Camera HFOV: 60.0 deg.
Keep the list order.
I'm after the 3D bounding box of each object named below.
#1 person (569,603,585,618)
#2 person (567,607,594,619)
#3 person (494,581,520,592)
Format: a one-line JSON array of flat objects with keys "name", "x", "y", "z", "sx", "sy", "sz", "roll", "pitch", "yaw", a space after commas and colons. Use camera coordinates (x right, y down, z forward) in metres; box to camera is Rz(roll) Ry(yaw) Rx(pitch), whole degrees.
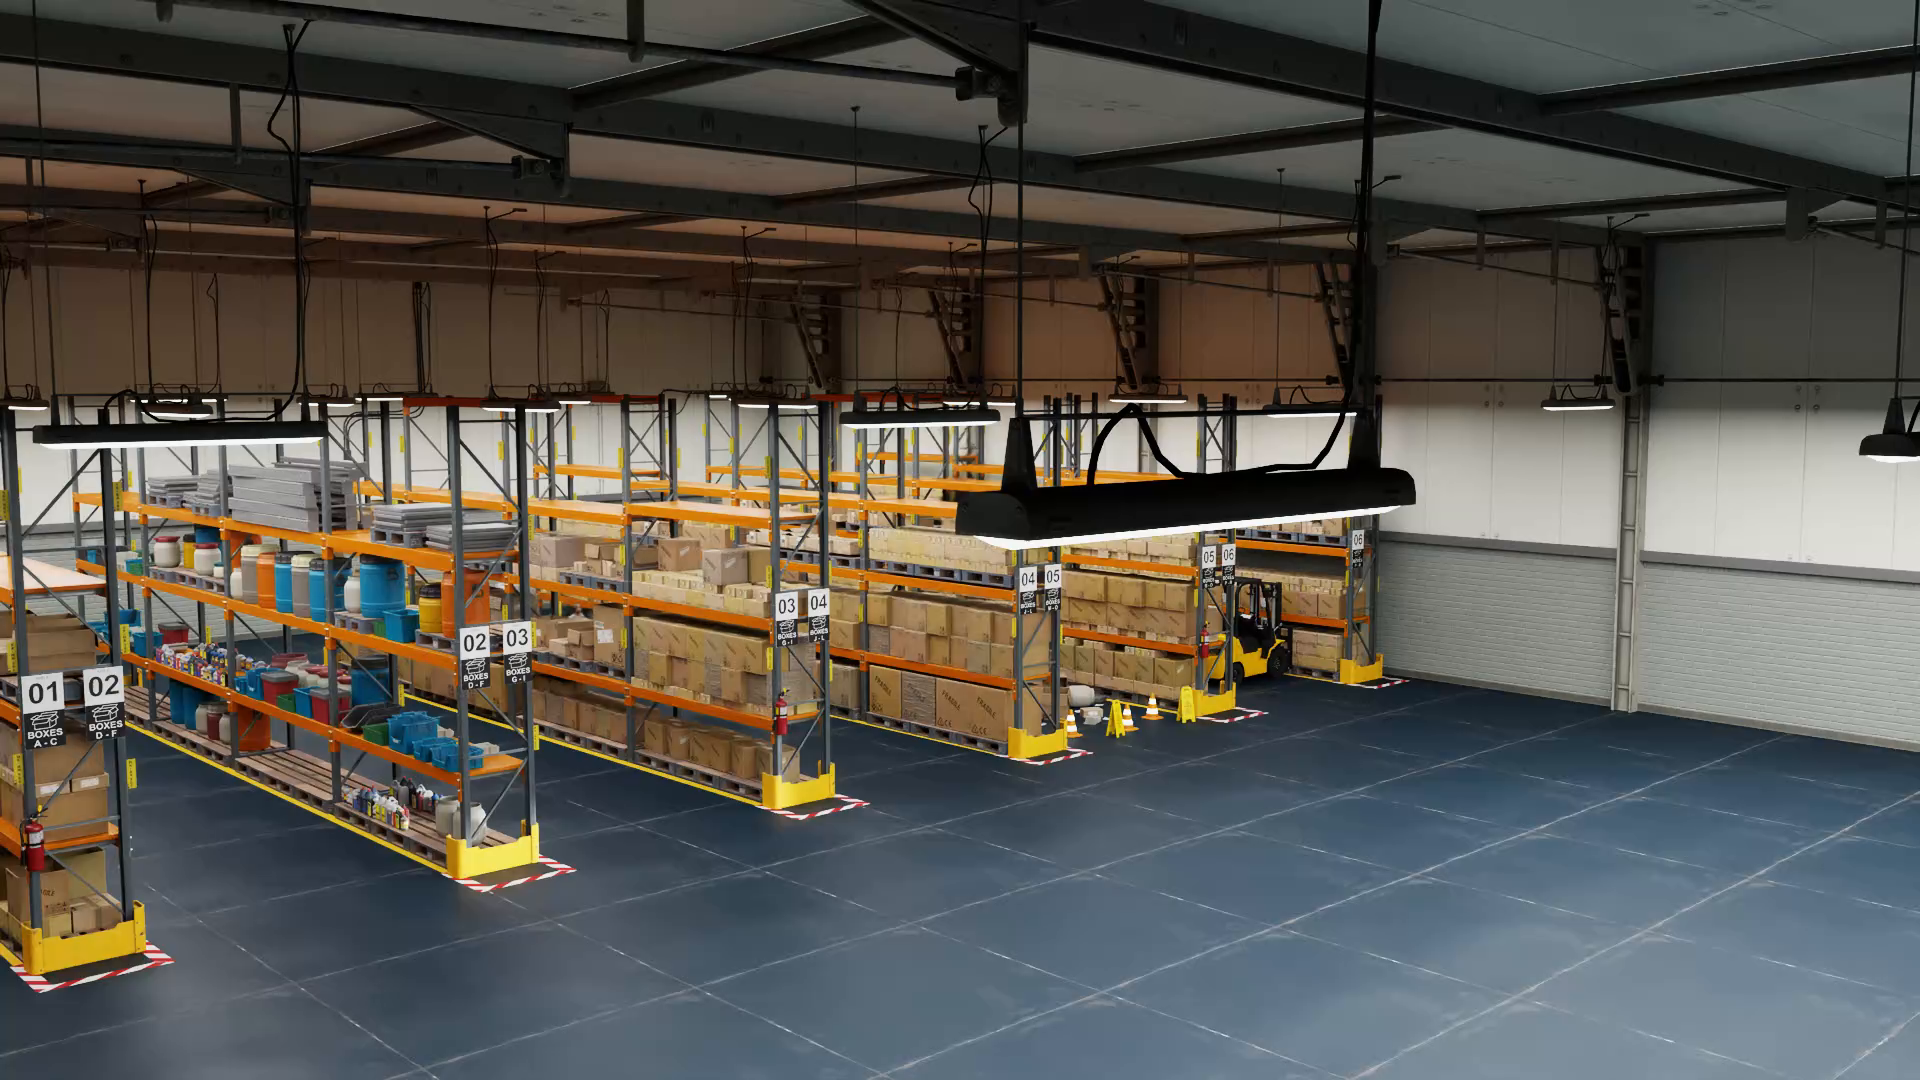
[{"name": "person", "x": -8.157, "y": 2.121, "z": 35.462, "sx": 0.813, "sy": 1.587, "sz": 0.546, "roll": 5, "pitch": 7, "yaw": 42}, {"name": "person", "x": -9.393, "y": 1.571, "z": 41.230, "sx": 0.767, "sy": 1.644, "sz": 0.719, "roll": 0, "pitch": 6, "yaw": 3}, {"name": "person", "x": -10.918, "y": 1.602, "z": 40.026, "sx": 0.680, "sy": 1.827, "sz": 0.895, "roll": 3, "pitch": 6, "yaw": 25}]
